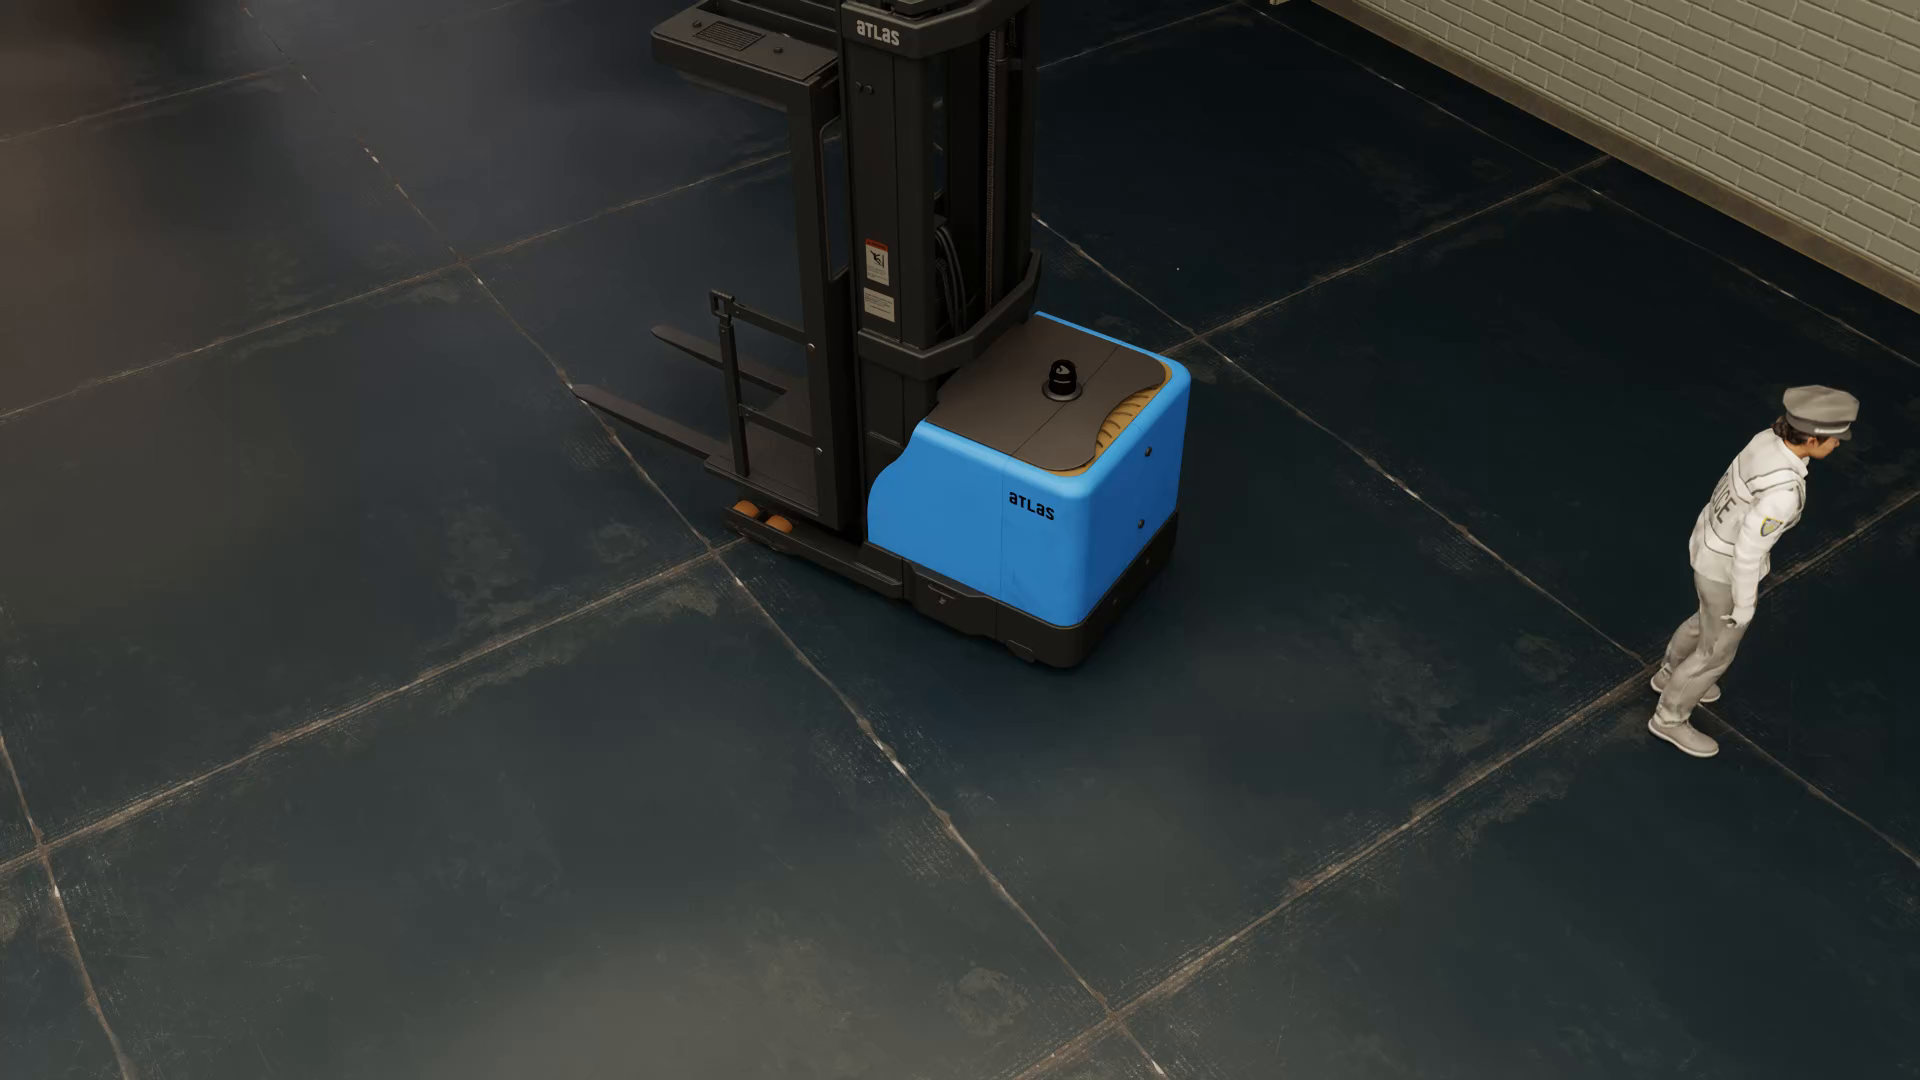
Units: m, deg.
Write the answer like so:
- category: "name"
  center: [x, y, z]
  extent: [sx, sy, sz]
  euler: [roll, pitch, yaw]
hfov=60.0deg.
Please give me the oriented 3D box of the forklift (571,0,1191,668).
- category: "forklift"
  center: [-0.511, -1.302, 7.129]
  extent: [3.031, 2.935, 1.130]
  euler: [24, 48, 24]

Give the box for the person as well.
- category: "person"
  center: [3.056, 0.104, 6.541]
  extent: [0.374, 1.662, 0.534]
  euler: [12, 44, 13]
